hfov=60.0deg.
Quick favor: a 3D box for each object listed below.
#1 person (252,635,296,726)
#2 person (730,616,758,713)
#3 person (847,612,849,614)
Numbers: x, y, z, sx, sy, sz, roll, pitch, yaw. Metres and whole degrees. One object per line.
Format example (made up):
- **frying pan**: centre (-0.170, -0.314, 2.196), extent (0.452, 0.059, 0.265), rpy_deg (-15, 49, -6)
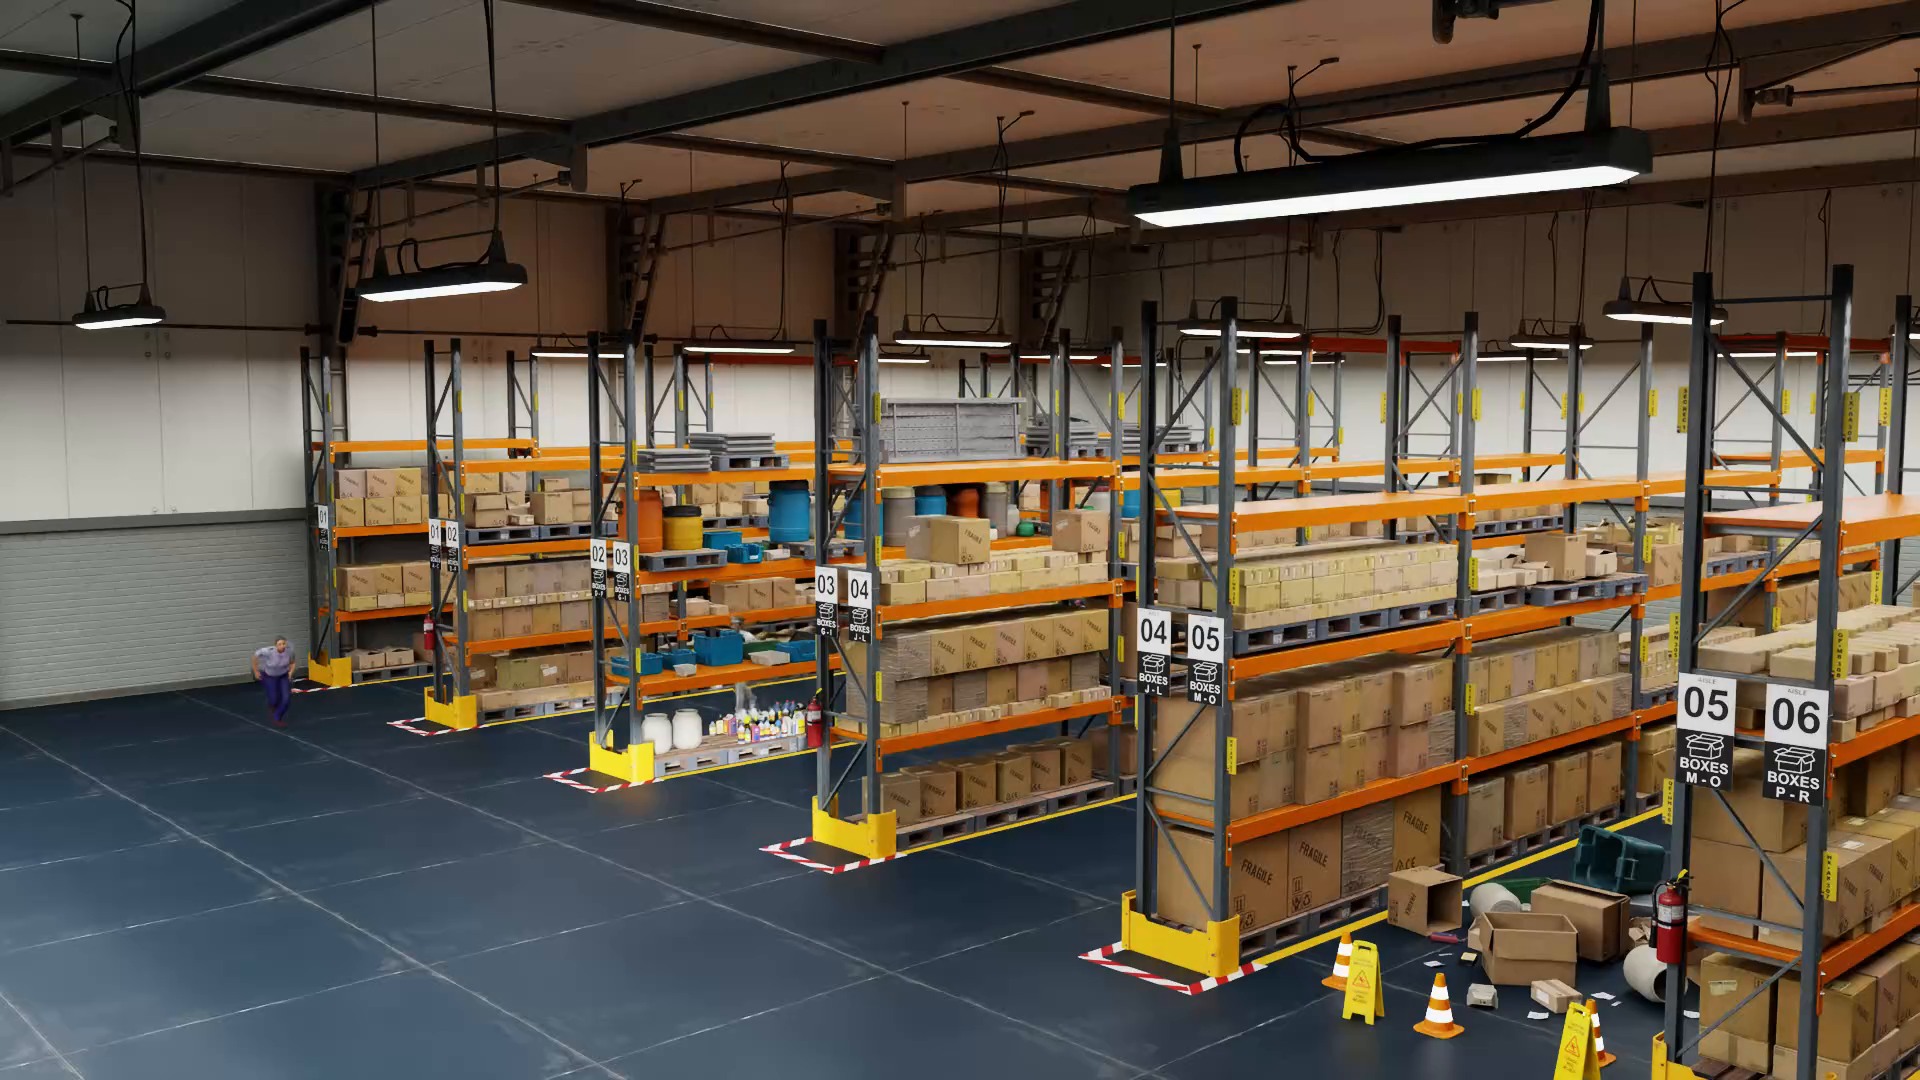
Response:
- **person**: centre (-10.624, 2.180, 25.768), extent (0.633, 1.469, 0.778), rpy_deg (-4, 6, -36)
- **person**: centre (-3.473, 2.002, 26.682), extent (0.601, 1.656, 0.847), rpy_deg (2, 6, 24)
- **person**: centre (-2.161, 1.401, 33.993), extent (0.848, 1.613, 0.523), rpy_deg (-4, 6, -37)
